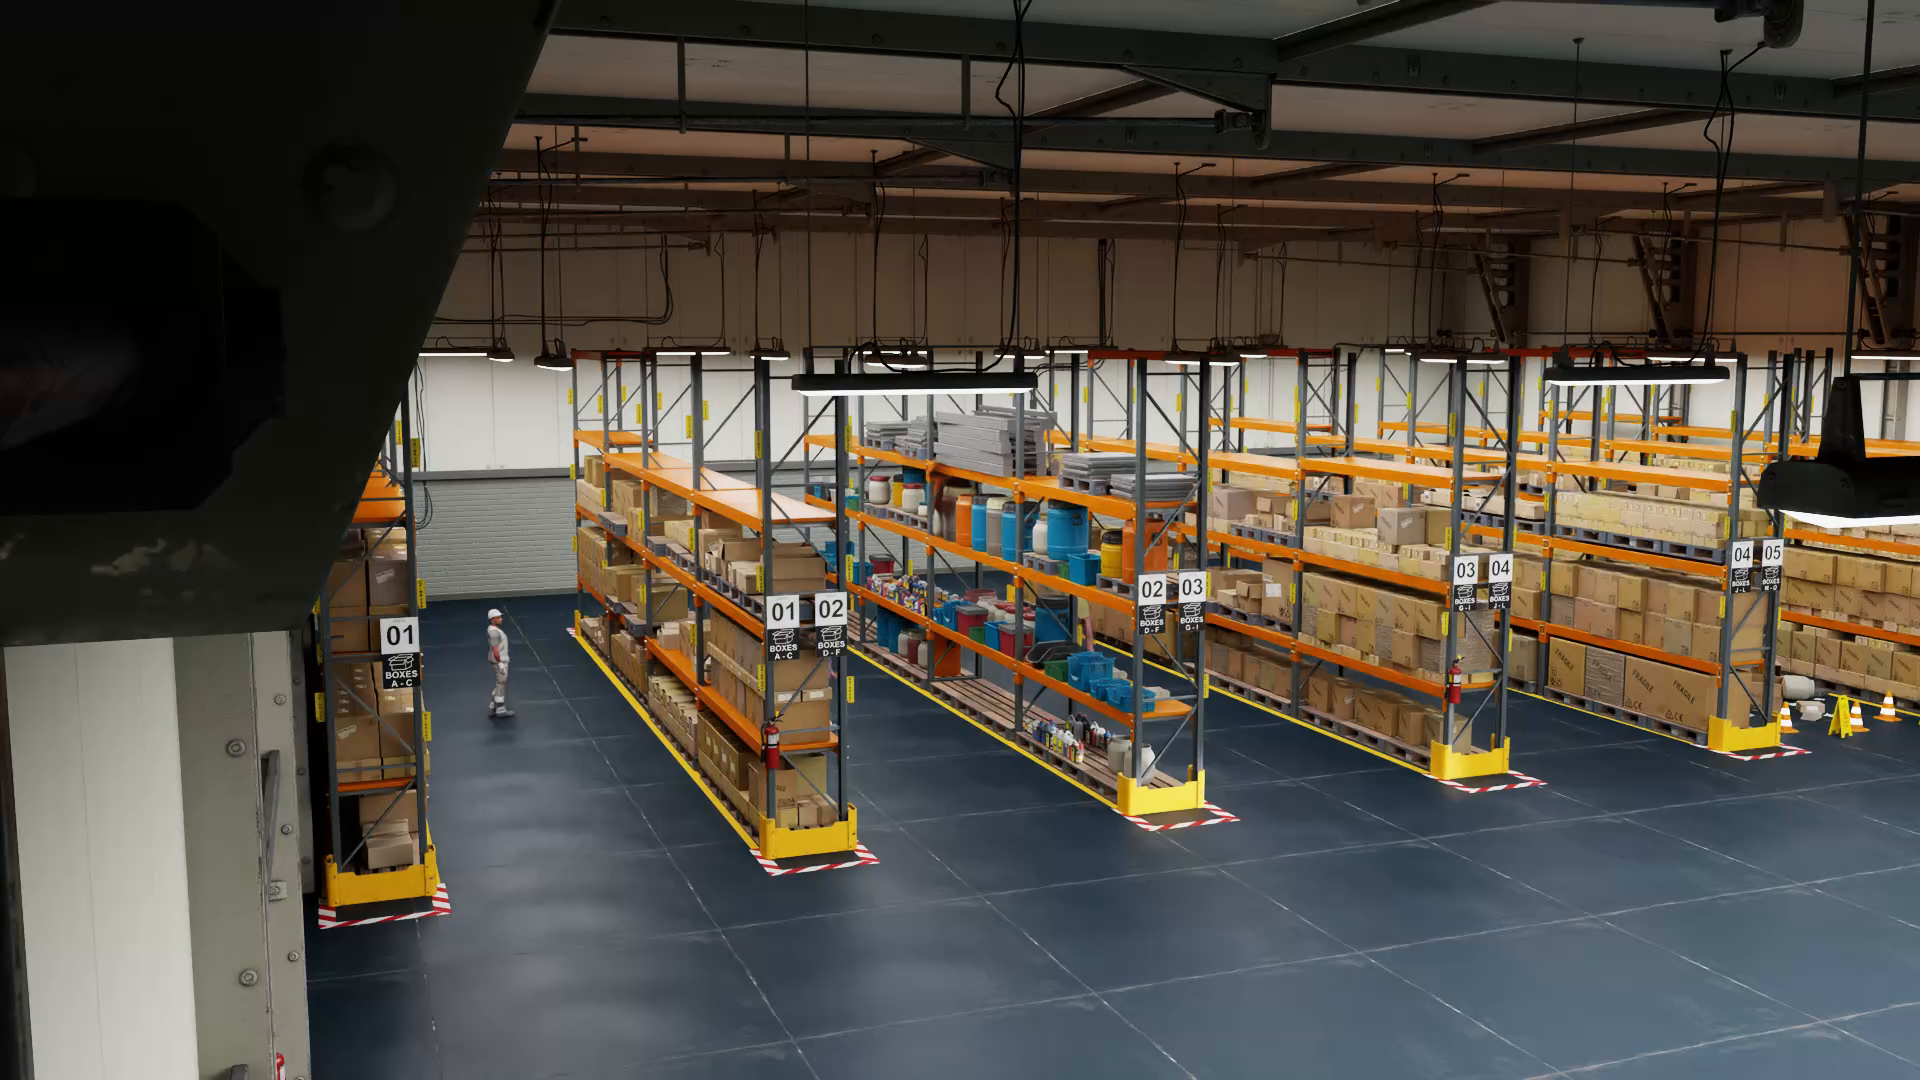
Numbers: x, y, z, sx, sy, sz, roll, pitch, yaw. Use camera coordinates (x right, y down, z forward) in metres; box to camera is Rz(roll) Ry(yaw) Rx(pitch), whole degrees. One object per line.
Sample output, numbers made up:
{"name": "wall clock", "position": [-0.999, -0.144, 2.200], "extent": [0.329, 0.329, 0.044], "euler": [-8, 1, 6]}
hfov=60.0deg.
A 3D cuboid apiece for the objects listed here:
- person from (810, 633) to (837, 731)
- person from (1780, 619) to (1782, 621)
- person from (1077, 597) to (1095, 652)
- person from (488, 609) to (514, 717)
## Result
{"name": "person", "position": [-2.130, 2.240, 26.411], "extent": [0.537, 1.595, 0.493], "euler": [0, 7, -2]}
{"name": "person", "position": [16.615, 1.282, 33.898], "extent": [0.473, 1.695, 0.516], "euler": [3, 8, 26]}
{"name": "person", "position": [2.385, 1.503, 32.397], "extent": [0.567, 1.623, 1.014], "euler": [-2, 7, -16]}
{"name": "person", "position": [-7.607, 2.027, 27.484], "extent": [0.408, 1.798, 0.581], "euler": [-4, 8, -28]}
